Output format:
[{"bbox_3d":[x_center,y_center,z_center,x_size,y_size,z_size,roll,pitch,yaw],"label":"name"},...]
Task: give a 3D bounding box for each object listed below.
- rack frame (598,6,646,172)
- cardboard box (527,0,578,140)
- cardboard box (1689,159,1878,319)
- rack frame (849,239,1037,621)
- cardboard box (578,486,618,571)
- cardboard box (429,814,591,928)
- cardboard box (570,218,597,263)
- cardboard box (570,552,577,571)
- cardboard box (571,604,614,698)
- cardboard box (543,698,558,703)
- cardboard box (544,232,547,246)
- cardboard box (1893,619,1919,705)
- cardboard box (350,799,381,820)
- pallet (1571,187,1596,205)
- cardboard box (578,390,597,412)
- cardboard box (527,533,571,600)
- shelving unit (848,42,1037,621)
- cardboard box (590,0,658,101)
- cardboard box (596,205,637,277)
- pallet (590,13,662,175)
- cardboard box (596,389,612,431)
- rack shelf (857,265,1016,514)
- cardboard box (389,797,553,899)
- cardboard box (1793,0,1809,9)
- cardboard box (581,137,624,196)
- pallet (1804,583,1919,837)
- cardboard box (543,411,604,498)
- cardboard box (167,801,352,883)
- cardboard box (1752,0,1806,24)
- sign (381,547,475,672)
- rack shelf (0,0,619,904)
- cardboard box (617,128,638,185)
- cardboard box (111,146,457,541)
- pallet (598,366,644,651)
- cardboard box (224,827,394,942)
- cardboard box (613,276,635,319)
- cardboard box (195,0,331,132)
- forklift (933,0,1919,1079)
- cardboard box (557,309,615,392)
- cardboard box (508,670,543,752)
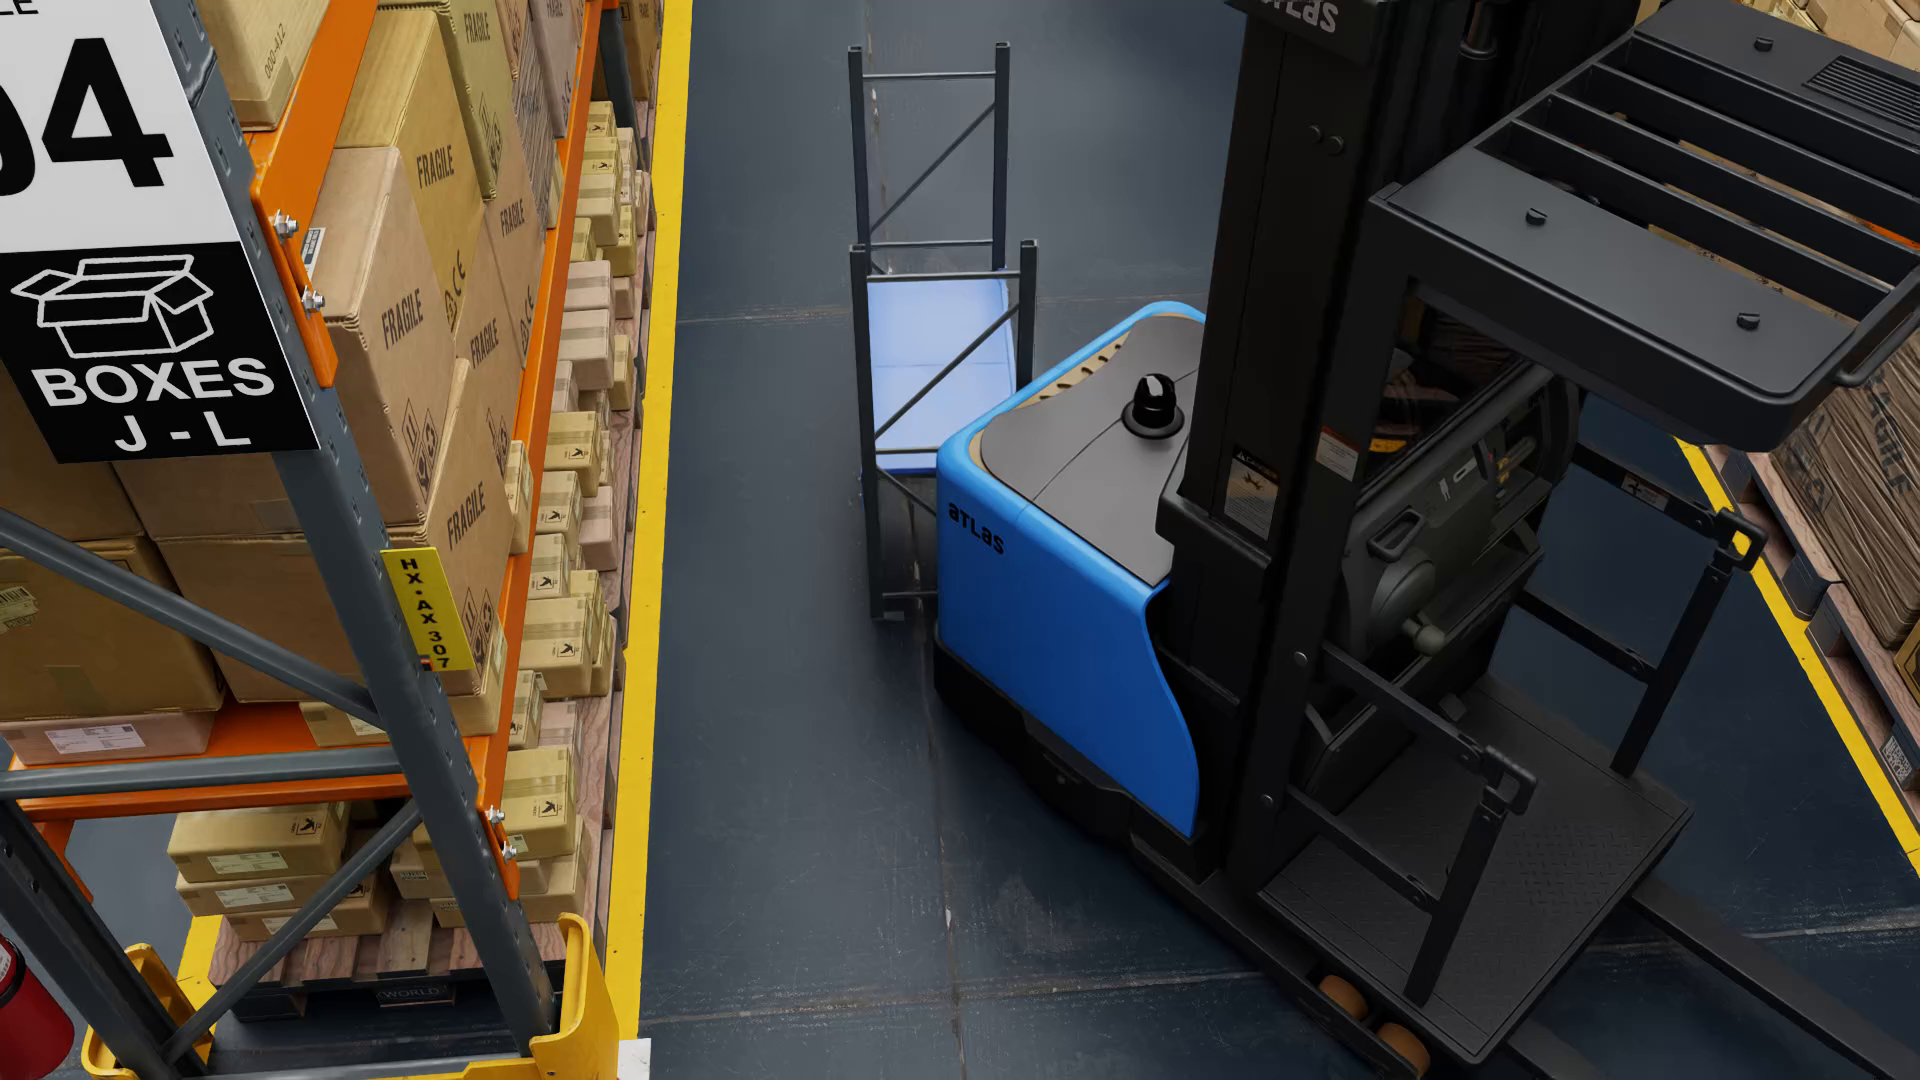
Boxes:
[{"bbox_3d":[-1.824,-2.435,5.990,1.000,3.000,0.127,-3,47,-3],"label":"rack frame"},{"bbox_3d":[-1.420,-1.503,4.834,0.500,0.500,0.500,-4,47,-4],"label":"cardboard box"},{"bbox_3d":[3.177,-0.943,5.752,0.875,0.875,0.875,-3,47,-3],"label":"cardboard box"},{"bbox_3d":[-0.044,-0.269,4.971,0.500,1.500,0.032,-2,47,-2],"label":"rack frame"},{"bbox_3d":[-1.308,-0.023,5.380,0.380,0.149,0.250,-6,47,-5],"label":"cardboard box"},{"bbox_3d":[-1.214,0.897,4.509,0.380,0.149,0.250,-3,47,-2],"label":"cardboard box"},{"bbox_3d":[-1.502,-1.007,5.902,0.380,0.149,0.250,-2,47,-2],"label":"cardboard box"},{"bbox_3d":[-1.383,0.047,5.109,0.380,0.149,0.250,-6,47,-5],"label":"cardboard box"},{"bbox_3d":[-1.258,0.341,5.035,0.380,0.149,0.250,-3,47,-3],"label":"cardboard box"},{"bbox_3d":[-1.353,0.425,4.751,0.380,0.149,0.250,-3,47,-3],"label":"cardboard box"},{"bbox_3d":[-1.372,-0.834,4.647,0.380,0.149,0.250,-2,47,-2],"label":"cardboard box"},{"bbox_3d":[3.328,0.359,4.518,0.875,0.875,0.875,-3,47,-3],"label":"cardboard box"},{"bbox_3d":[-1.786,0.636,4.551,0.380,0.149,0.250,-4,47,-4],"label":"cardboard box"},{"bbox_3d":[3.112,-1.149,6.693,1.003,0.211,1.213,-3,47,-3],"label":"pallet"},{"bbox_3d":[-1.440,-0.539,5.664,0.380,0.149,0.250,-5,47,-5],"label":"cardboard box"},{"bbox_3d":[-1.335,0.134,4.821,0.380,0.149,0.250,-6,47,-5],"label":"cardboard box"},{"bbox_3d":[-0.070,-0.637,5.320,0.538,1.500,1.048,-2,47,-2],"label":"shelving unit"},{"bbox_3d":[-1.622,-2.270,7.267,0.500,0.500,0.500,-2,47,-2],"label":"cardboard box"},{"bbox_3d":[-1.406,-1.105,6.200,0.380,0.149,0.250,-5,47,-5],"label":"cardboard box"},{"bbox_3d":[-1.891,-2.039,7.536,1.003,0.211,1.213,-3,47,-3],"label":"pallet"},{"bbox_3d":[-1.411,-0.394,5.732,0.380,0.149,0.250,-3,47,-3],"label":"cardboard box"},{"bbox_3d":[-0.070,-0.513,5.451,0.538,0.185,1.000,-2,47,-2],"label":"rack shelf"},{"bbox_3d":[-1.278,0.798,4.397,0.380,0.149,0.250,-2,47,-2],"label":"cardboard box"},{"bbox_3d":[2.941,-1.998,5.475,0.500,0.250,0.500,-4,47,-3],"label":"cardboard box"},{"bbox_3d":[-1.474,-1.379,6.255,0.380,0.149,0.250,-3,47,-3],"label":"cardboard box"},{"bbox_3d":[3.316,0.616,5.021,1.003,0.211,1.213,-3,47,-3],"label":"pallet"},{"bbox_3d":[-1.325,-0.260,5.195,0.380,0.149,0.250,-3,47,-3],"label":"cardboard box"},{"bbox_3d":[-1.786,0.723,4.264,0.380,0.149,0.250,-3,47,-3],"label":"cardboard box"},{"bbox_3d":[2.888,-1.772,5.535,0.380,0.149,0.250,-5,47,-4],"label":"cardboard box"},{"bbox_3d":[-0.949,0.129,2.966,0.100,0.325,0.005,-3,47,-3],"label":"sign"},{"bbox_3d":[-1.657,-0.740,4.881,1.077,0.370,4.000,-3,47,-3],"label":"rack shelf"},{"bbox_3d":[-1.481,-1.493,6.567,0.380,0.149,0.250,-3,47,-2],"label":"cardboard box"},{"bbox_3d":[-1.263,-0.362,3.065,0.500,0.500,0.500,-4,47,-4],"label":"cardboard box"},{"bbox_3d":[-1.628,-0.107,5.706,1.003,0.211,1.213,-3,47,-3],"label":"pallet"},{"bbox_3d":[-1.742,0.927,4.480,0.380,0.149,0.250,-3,47,-3],"label":"cardboard box"},{"bbox_3d":[-1.427,-0.955,6.263,0.380,0.149,0.250,-5,47,-5],"label":"cardboard box"},{"bbox_3d":[-1.272,-0.861,2.537,0.500,0.250,0.500,-2,47,-2],"label":"cardboard box"},{"bbox_3d":[1.308,-0.002,3.733,1.130,2.935,3.031,-35,56,-29],"label":"forklift"},{"bbox_3d":[-1.353,-0.623,5.538,0.380,0.149,0.250,-5,47,-5],"label":"cardboard box"},{"bbox_3d":[-1.338,0.499,4.476,0.380,0.149,0.250,-3,47,-3],"label":"cardboard box"}]
